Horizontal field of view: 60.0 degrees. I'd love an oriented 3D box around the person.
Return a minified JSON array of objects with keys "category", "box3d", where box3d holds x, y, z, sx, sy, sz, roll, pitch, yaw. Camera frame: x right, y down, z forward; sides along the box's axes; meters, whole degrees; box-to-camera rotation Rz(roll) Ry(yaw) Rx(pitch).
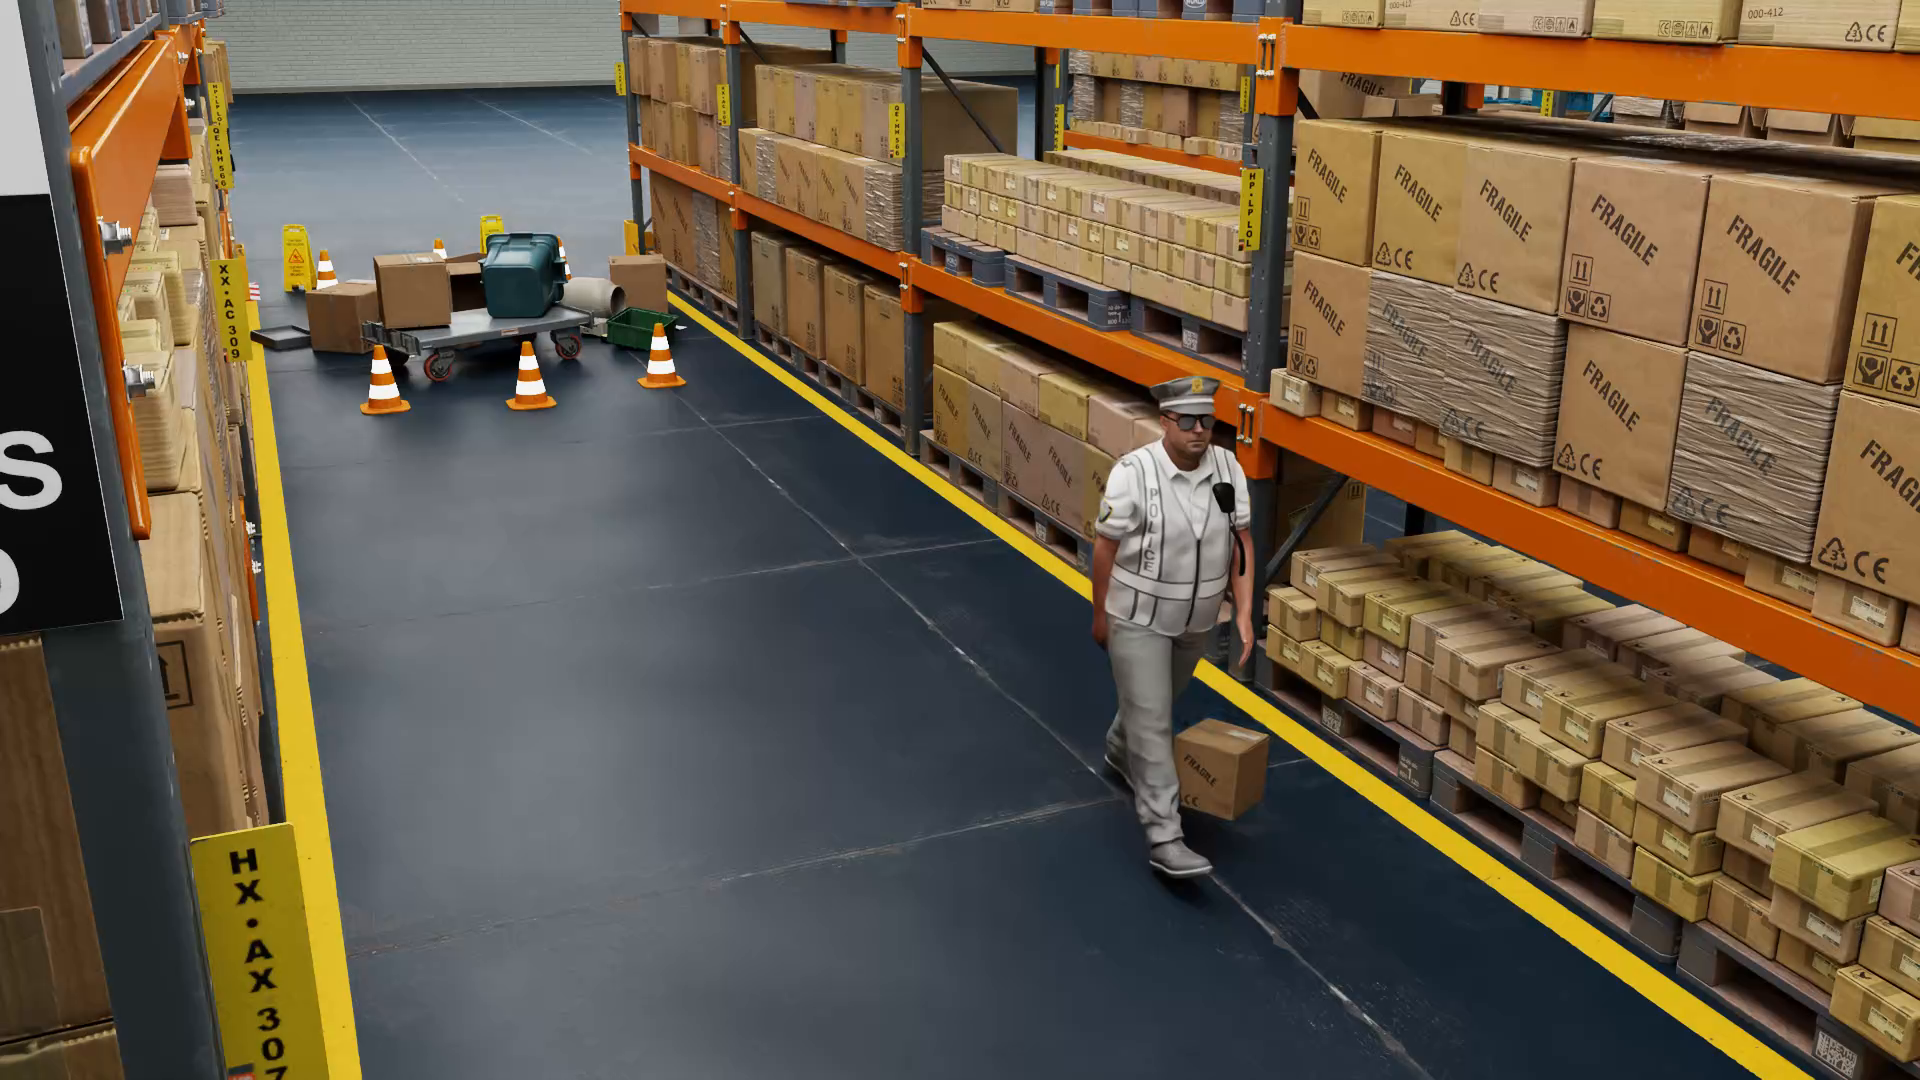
[{"category":"person","box3d":[0.752,0.242,5.833,0.544,1.714,1.038,-9,21,-24]}]
